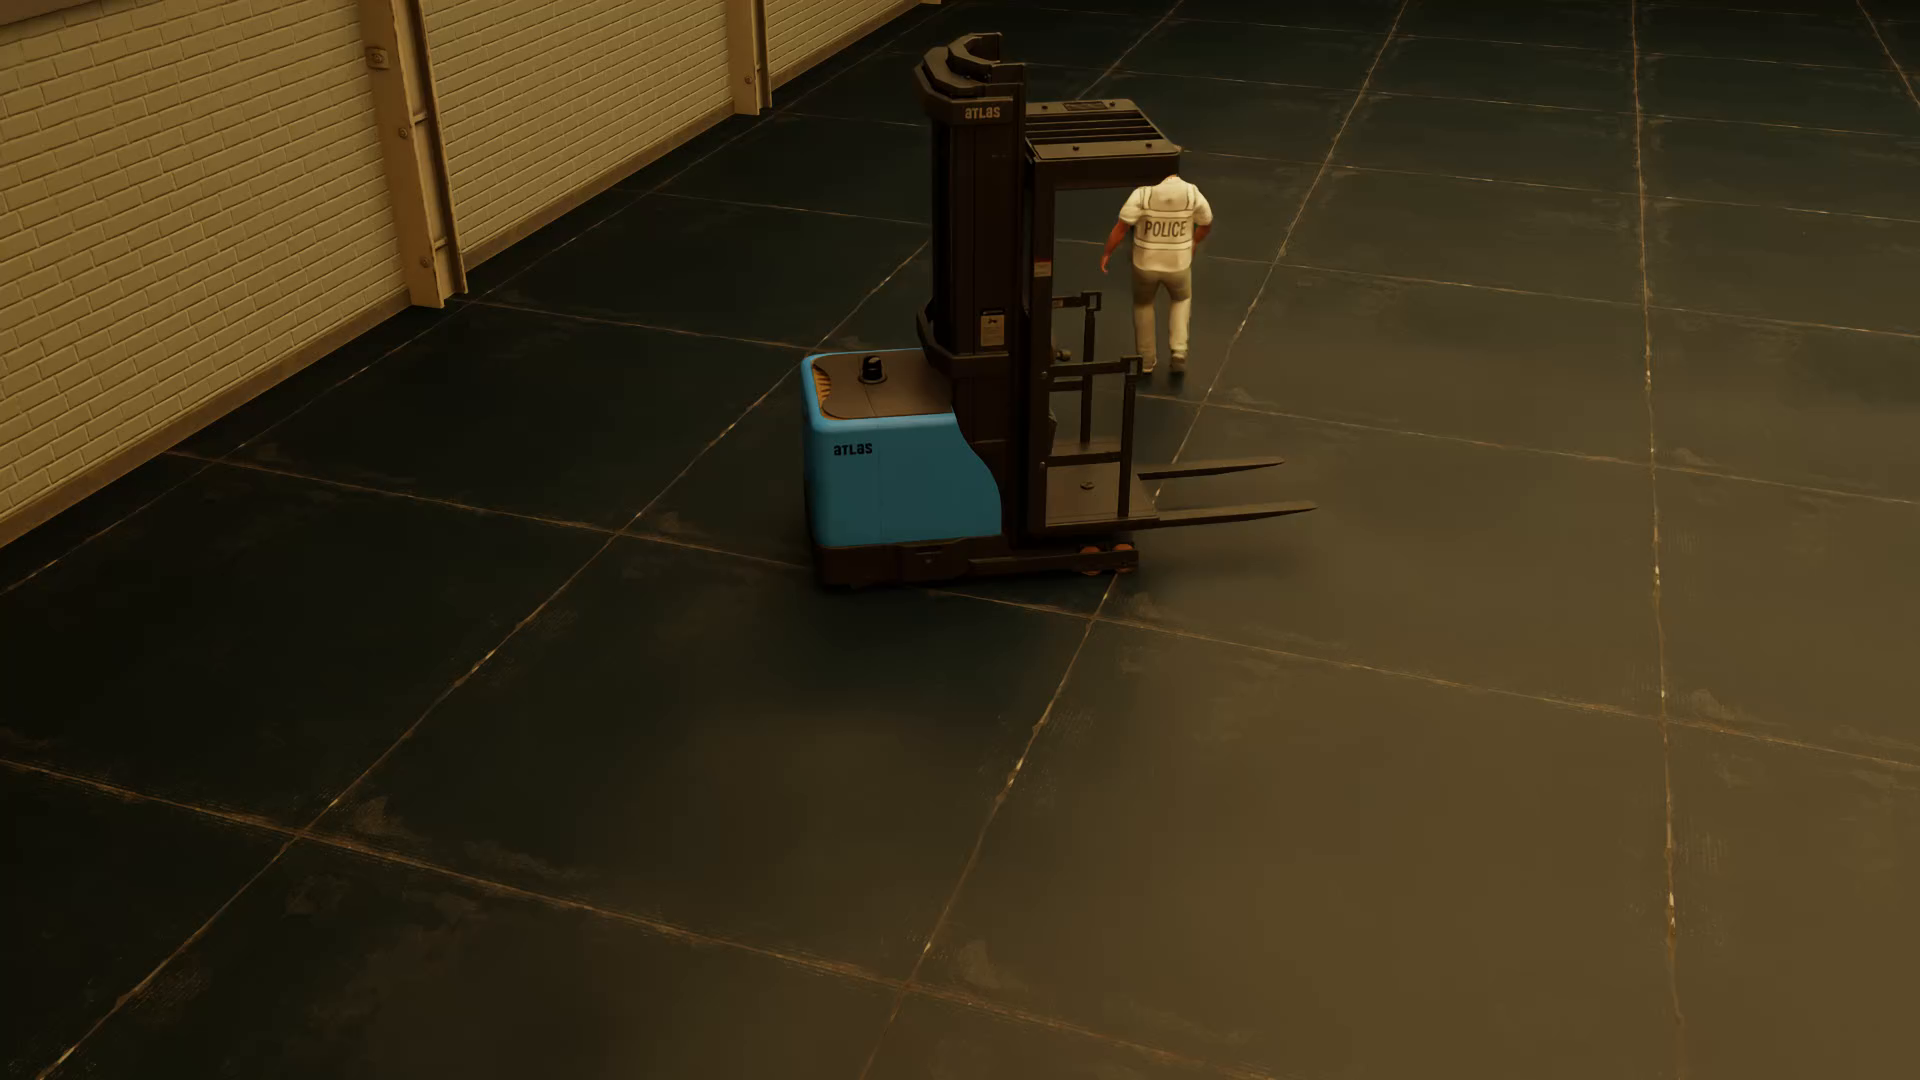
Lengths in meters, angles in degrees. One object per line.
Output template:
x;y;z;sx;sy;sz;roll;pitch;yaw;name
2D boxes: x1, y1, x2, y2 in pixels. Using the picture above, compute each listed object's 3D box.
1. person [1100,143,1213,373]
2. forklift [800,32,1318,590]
1.390;-1.997;11.890;0.779;1.727;0.492;3;30;5;person
0.603;-1.321;9.453;3.031;2.935;1.130;-5;30;-8;forklift
